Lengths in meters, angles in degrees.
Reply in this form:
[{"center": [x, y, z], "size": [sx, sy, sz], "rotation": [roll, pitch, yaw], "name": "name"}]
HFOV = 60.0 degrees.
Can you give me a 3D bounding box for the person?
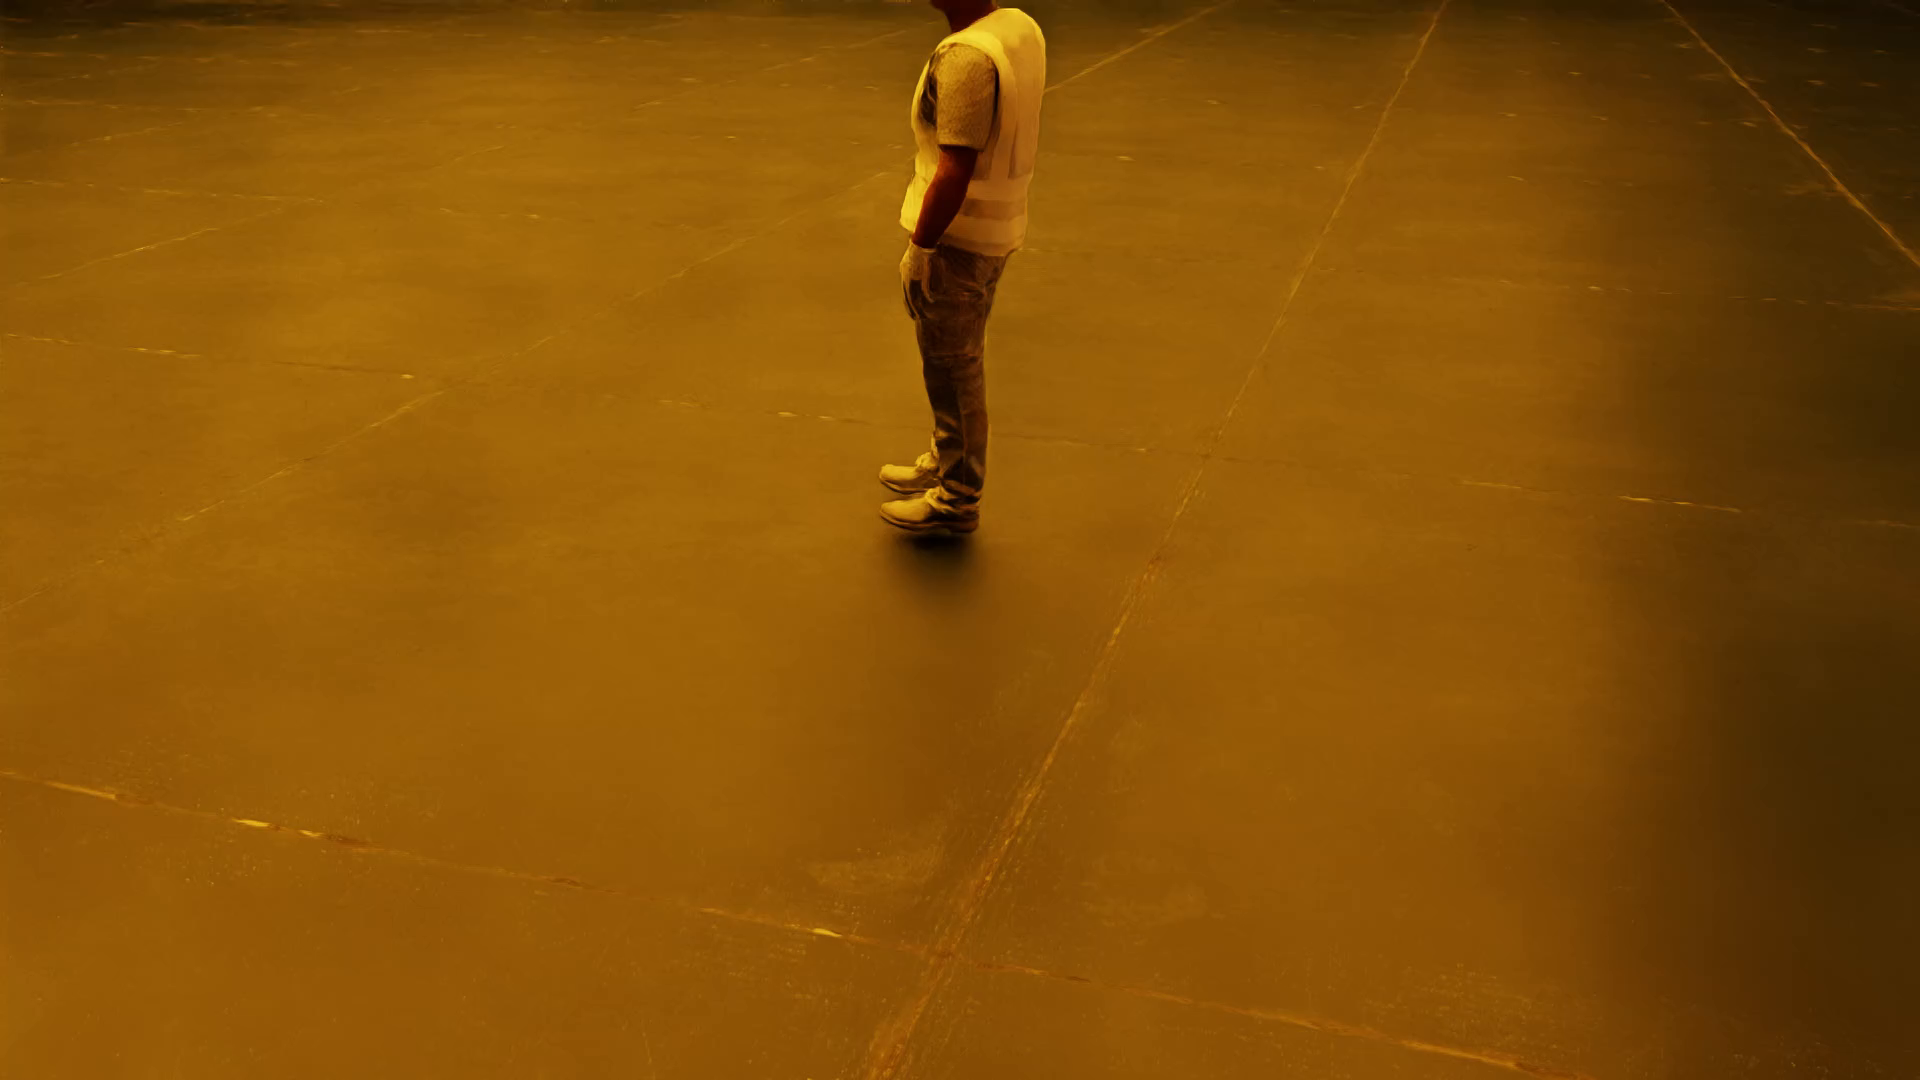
[{"center": [-0.066, -0.878, 4.789], "size": [0.576, 1.782, 0.655], "rotation": [7, 23, 16], "name": "person"}]
